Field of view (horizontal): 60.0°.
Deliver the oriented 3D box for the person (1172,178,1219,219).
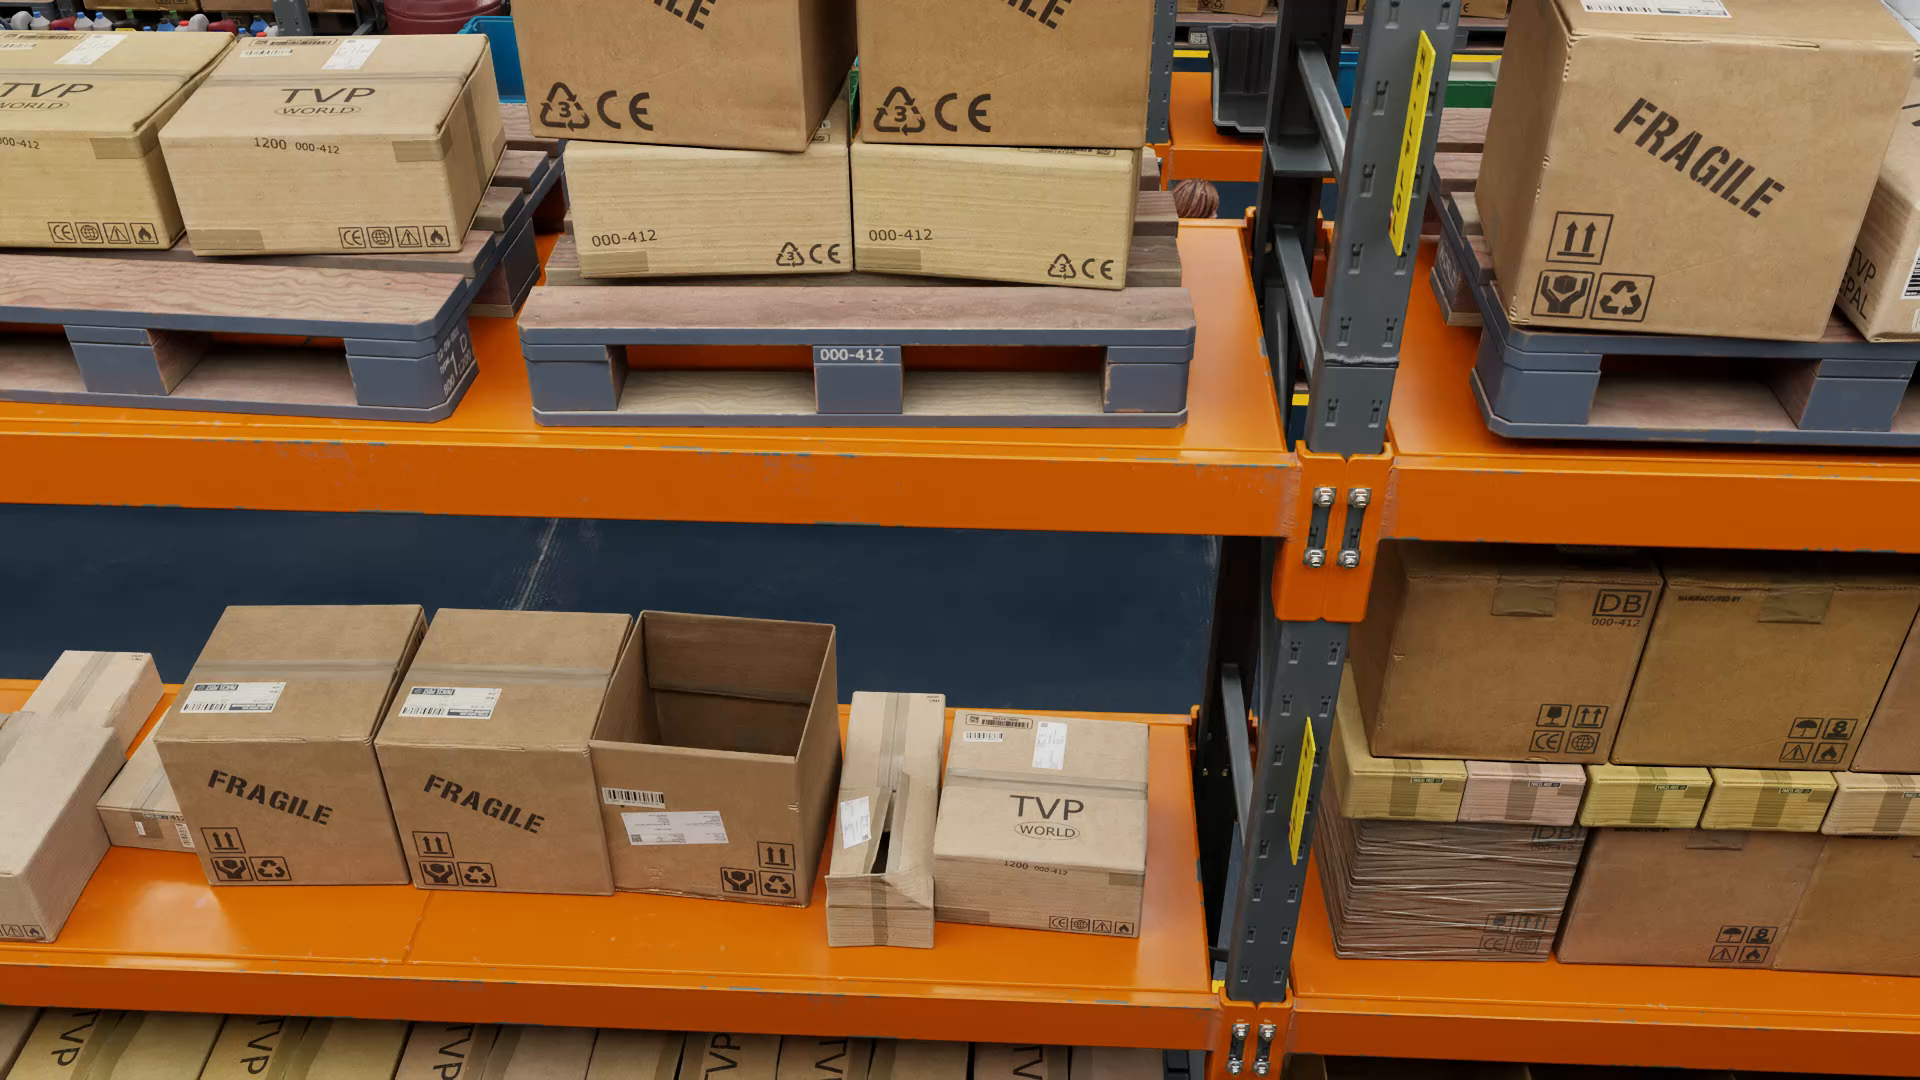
[{"bbox_3d":[0.904,-0.822,7.290,0.343,1.582,0.481,0,36,0],"label":"person"}]
